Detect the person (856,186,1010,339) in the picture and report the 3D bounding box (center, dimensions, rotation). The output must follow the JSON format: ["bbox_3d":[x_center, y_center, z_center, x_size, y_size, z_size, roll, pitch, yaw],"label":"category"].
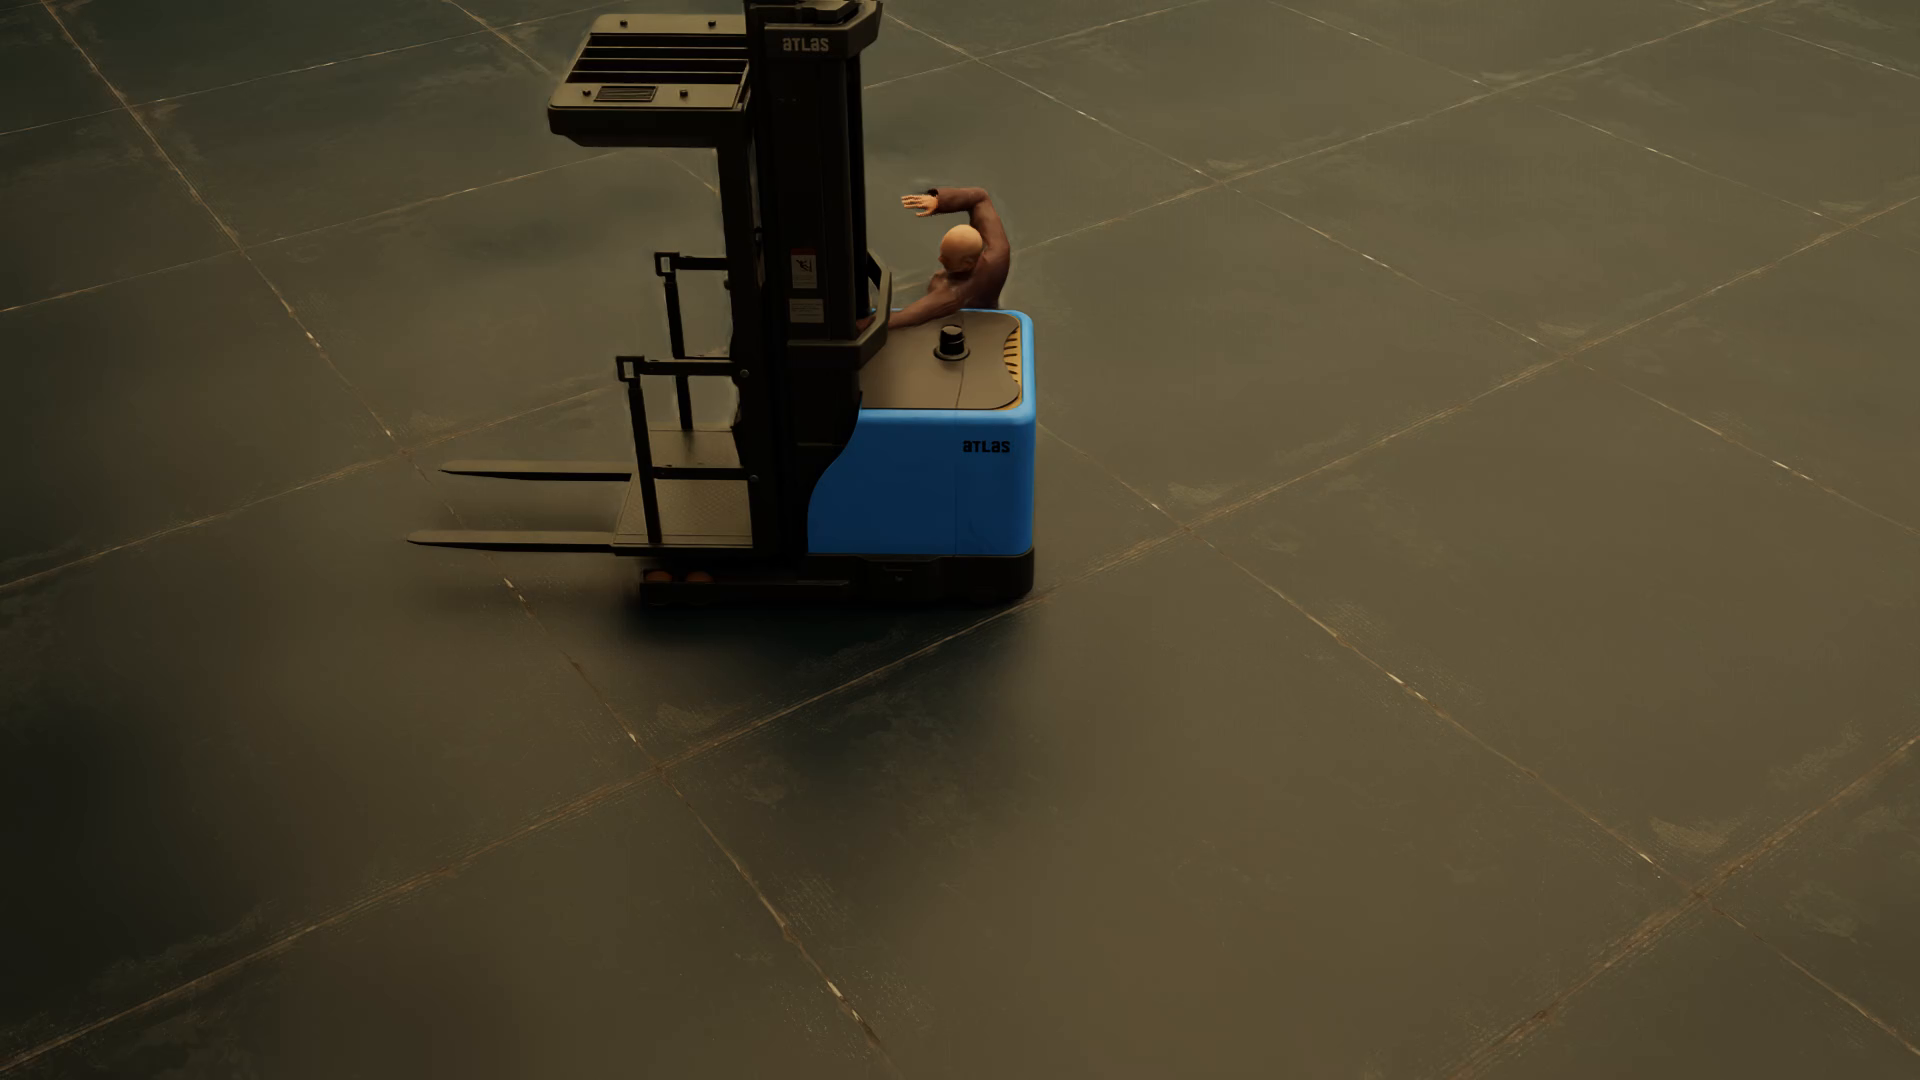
[{"bbox_3d":[-0.296,-1.026,8.532,1.153,1.568,0.930,-16,39,-20],"label":"person"}]

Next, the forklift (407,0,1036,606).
[{"bbox_3d":[-1.154,-1.176,7.535,3.031,2.935,1.130,1,36,1],"label":"forklift"}]
